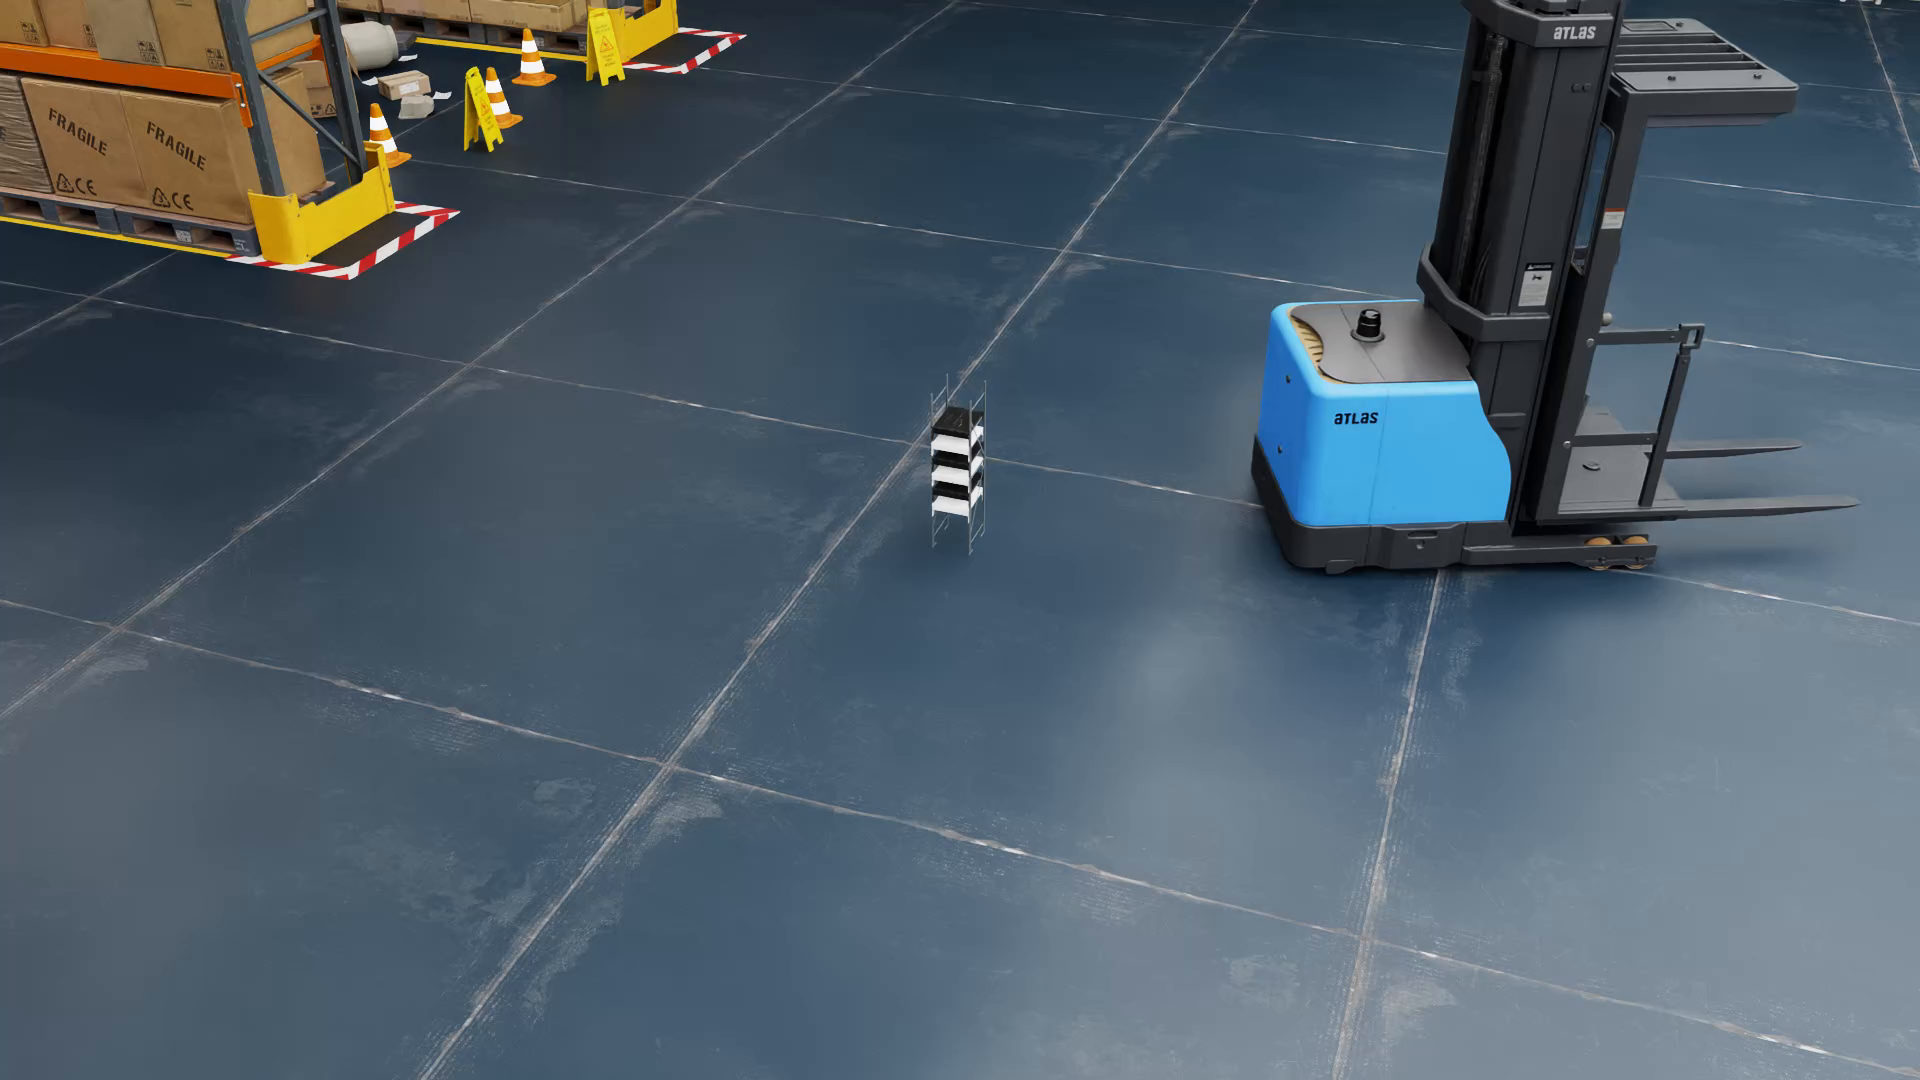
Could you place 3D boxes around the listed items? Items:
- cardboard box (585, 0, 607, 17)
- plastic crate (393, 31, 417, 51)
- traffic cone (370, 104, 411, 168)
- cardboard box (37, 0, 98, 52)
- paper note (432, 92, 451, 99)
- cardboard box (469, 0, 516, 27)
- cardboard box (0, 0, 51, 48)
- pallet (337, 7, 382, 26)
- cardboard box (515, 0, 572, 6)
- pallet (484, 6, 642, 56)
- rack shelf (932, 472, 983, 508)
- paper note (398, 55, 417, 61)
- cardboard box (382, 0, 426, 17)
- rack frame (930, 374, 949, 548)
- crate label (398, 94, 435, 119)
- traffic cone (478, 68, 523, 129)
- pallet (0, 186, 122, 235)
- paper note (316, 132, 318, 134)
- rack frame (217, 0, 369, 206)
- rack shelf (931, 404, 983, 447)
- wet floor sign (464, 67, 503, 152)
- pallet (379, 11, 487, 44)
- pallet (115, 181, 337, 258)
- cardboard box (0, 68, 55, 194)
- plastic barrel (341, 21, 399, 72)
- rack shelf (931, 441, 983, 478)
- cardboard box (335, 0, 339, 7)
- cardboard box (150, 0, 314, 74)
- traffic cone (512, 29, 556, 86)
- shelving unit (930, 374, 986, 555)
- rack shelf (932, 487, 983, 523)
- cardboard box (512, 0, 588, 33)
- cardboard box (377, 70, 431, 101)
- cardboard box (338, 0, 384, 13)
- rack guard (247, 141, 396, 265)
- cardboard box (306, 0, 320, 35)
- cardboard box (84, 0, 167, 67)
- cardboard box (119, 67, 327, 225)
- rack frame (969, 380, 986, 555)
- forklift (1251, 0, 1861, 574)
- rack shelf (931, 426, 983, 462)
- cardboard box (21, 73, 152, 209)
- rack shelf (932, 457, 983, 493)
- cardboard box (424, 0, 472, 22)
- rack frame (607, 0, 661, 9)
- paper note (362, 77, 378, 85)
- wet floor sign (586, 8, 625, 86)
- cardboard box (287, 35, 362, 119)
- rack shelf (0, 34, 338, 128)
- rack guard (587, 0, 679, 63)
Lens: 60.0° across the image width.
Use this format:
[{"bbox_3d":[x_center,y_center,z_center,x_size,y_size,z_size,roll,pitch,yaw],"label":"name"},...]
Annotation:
[{"bbox_3d":[-3.745,-5.386,16.474,0.500,0.250,0.500,11,34,16],"label":"cardboard box"},{"bbox_3d":[-5.643,-4.875,16.227,0.583,0.080,0.402,0,33,0],"label":"plastic crate"},{"bbox_3d":[-4.675,-3.286,13.413,0.334,0.463,0.336,11,34,16],"label":"traffic cone"},{"bbox_3d":[-6.028,-3.894,11.877,0.550,0.550,0.875,11,34,16],"label":"cardboard box"},{"bbox_3d":[-4.640,-3.985,14.894,0.142,0.019,0.148,0,33,0],"label":"paper note"},{"bbox_3d":[-4.416,-5.207,16.196,0.500,0.250,0.500,11,34,17],"label":"cardboard box"},{"bbox_3d":[-6.541,-3.970,11.995,0.500,0.550,0.875,11,34,16],"label":"cardboard box"},{"bbox_3d":[-6.200,-5.532,17.123,1.213,0.211,1.003,11,34,16],"label":"pallet"},{"bbox_3d":[-3.921,-5.426,15.844,0.500,0.500,0.500,11,35,17],"label":"cardboard box"},{"bbox_3d":[-3.903,-5.085,16.431,1.213,0.211,1.003,11,34,16],"label":"pallet"},{"bbox_3d":[-0.008,-0.276,8.575,0.200,0.077,0.258,11,34,16],"label":"rack shelf"},{"bbox_3d":[-5.260,-4.599,15.845,0.148,0.019,0.142,0,33,0],"label":"paper note"},{"bbox_3d":[-5.374,-5.396,16.489,0.500,0.250,0.500,11,34,16],"label":"cardboard box"},{"bbox_3d":[-0.103,-0.398,8.537,0.006,0.900,0.240,11,34,16],"label":"rack frame"},{"bbox_3d":[-4.734,-3.776,14.473,0.298,0.136,0.250,-6,33,-9],"label":"crate label"},{"bbox_3d":[-3.973,-3.801,14.211,0.334,0.463,0.336,11,34,16],"label":"traffic cone"},{"bbox_3d":[-6.578,-2.689,12.720,1.213,0.211,1.003,11,34,16],"label":"pallet"},{"bbox_3d":[-5.518,-3.428,14.033,0.142,0.017,0.144,24,40,32],"label":"paper note"},{"bbox_3d":[-4.654,-3.530,11.452,0.127,3.000,1.000,11,34,16],"label":"rack frame"},{"bbox_3d":[-0.008,-0.578,8.380,0.200,0.077,0.258,11,34,16],"label":"rack shelf"},{"bbox_3d":[-3.959,-3.546,13.648,0.232,0.644,0.267,5,33,8],"label":"wet floor sign"},{"bbox_3d":[-5.048,-5.309,16.778,1.213,0.211,1.003,11,34,16],"label":"pallet"},{"bbox_3d":[-5.433,-2.465,12.373,1.213,0.211,1.003,11,34,16],"label":"pallet"},{"bbox_3d":[-7.001,-3.232,12.562,0.875,0.875,0.875,11,35,17],"label":"cardboard box"},{"bbox_3d":[-5.534,-4.598,15.482,0.512,0.421,0.421,-18,37,-25],"label":"plastic barrel"},{"bbox_3d":[-0.008,-0.427,8.477,0.200,0.077,0.258,11,34,16],"label":"rack shelf"},{"bbox_3d":[-6.380,-5.583,16.780,0.500,0.250,0.500,9,34,14],"label":"cardboard box"},{"bbox_3d":[-5.018,-3.638,11.480,0.550,0.550,0.875,11,34,16],"label":"cardboard box"},{"bbox_3d":[-3.919,-4.430,15.185,0.334,0.463,0.336,11,34,16],"label":"traffic cone"},{"bbox_3d":[-0.008,-0.380,8.508,0.210,0.900,0.258,11,34,16],"label":"shelving unit"},{"bbox_3d":[-0.008,-0.200,8.624,0.200,0.077,0.258,11,34,16],"label":"rack shelf"},{"bbox_3d":[-3.953,-5.112,16.050,0.500,0.250,0.500,11,34,16],"label":"cardboard box"},{"bbox_3d":[-4.994,-4.086,14.942,0.380,0.149,0.250,-25,40,-33],"label":"cardboard box"},{"bbox_3d":[-5.874,-5.491,16.638,0.500,0.250,0.500,13,35,19],"label":"cardboard box"},{"bbox_3d":[-4.631,-2.475,12.123,0.348,0.500,1.175,11,34,16],"label":"rack guard"},{"bbox_3d":[-6.295,-4.868,15.826,0.500,0.500,0.500,-18,37,-25],"label":"cardboard box"},{"bbox_3d":[-5.544,-3.727,11.619,0.550,0.550,0.875,11,34,16],"label":"cardboard box"},{"bbox_3d":[-5.315,-2.904,12.054,0.875,0.875,0.875,11,35,17],"label":"cardboard box"},{"bbox_3d":[0.088,-0.361,8.479,0.006,0.900,0.240,11,34,16],"label":"rack frame"},{"bbox_3d":[3.146,-1.361,8.156,3.031,2.935,1.130,-2,33,-3],"label":"forklift"},{"bbox_3d":[-0.008,-0.503,8.429,0.200,0.077,0.258,11,34,16],"label":"rack shelf"},{"bbox_3d":[-6.144,-3.064,12.302,0.875,0.875,0.875,10,34,16],"label":"cardboard box"},{"bbox_3d":[-0.008,-0.352,8.526,0.200,0.077,0.258,11,34,16],"label":"rack shelf"},{"bbox_3d":[-4.910,-5.299,16.340,0.500,0.250,0.500,10,34,15],"label":"cardboard box"},{"bbox_3d":[-3.079,-6.076,15.395,0.127,3.000,1.000,11,34,16],"label":"rack frame"},{"bbox_3d":[-5.389,-4.212,15.257,0.142,0.019,0.148,24,40,32],"label":"paper note"},{"bbox_3d":[-3.261,-4.506,15.134,0.232,0.644,0.267,24,40,32],"label":"wet floor sign"},{"bbox_3d":[-5.587,-4.056,14.568,0.637,0.503,0.797,-11,35,-17],"label":"cardboard box"},{"bbox_3d":[-6.537,-3.594,12.214,4.000,0.370,1.077,11,34,16],"label":"rack shelf"},{"bbox_3d":[-3.151,-5.040,16.095,0.348,0.500,1.175,11,34,16],"label":"rack guard"}]
